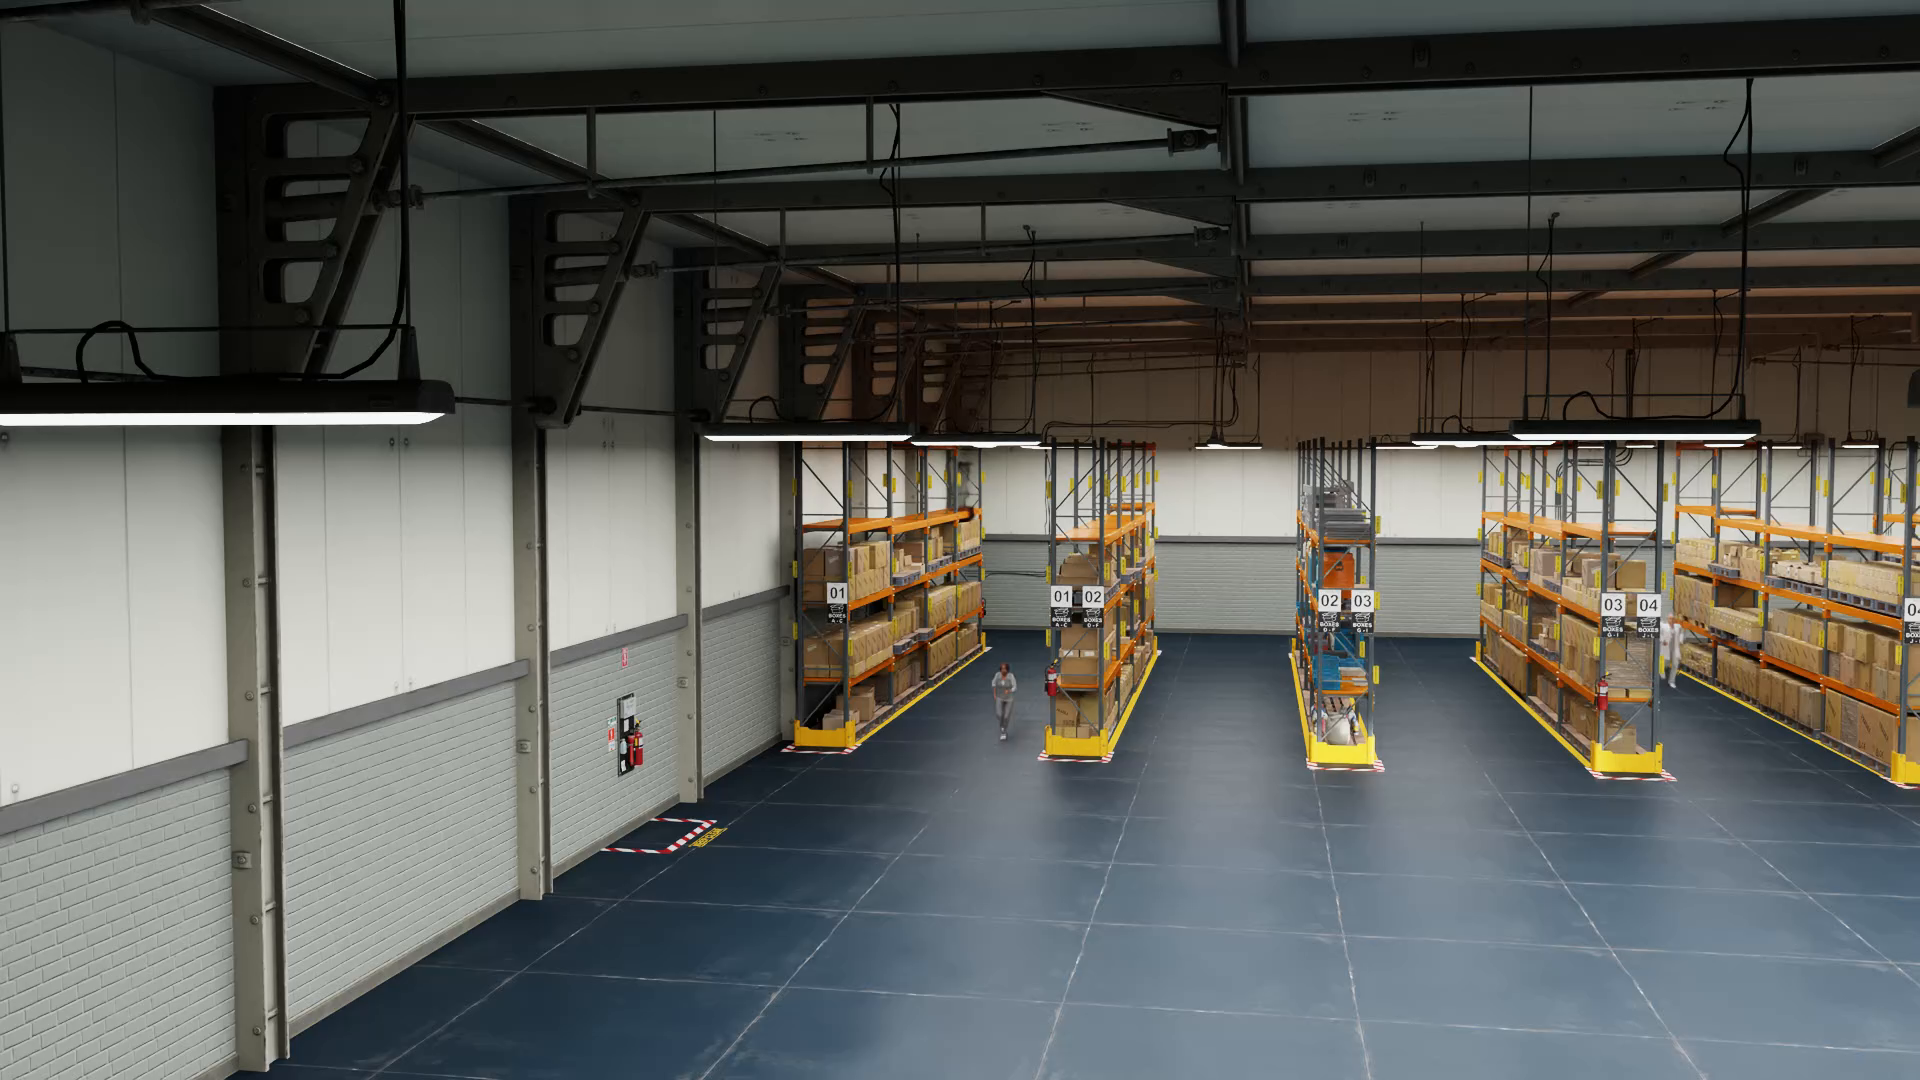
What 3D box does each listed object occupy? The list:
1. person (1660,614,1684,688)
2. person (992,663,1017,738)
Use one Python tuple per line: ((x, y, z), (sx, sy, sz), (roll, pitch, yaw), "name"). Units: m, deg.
((17.423, 2.708, 40.813), (0.721, 1.788, 0.917), (0, 3, 7), "person")
((0.877, 3.191, 33.025), (0.504, 1.540, 0.659), (0, 3, 4), "person")
